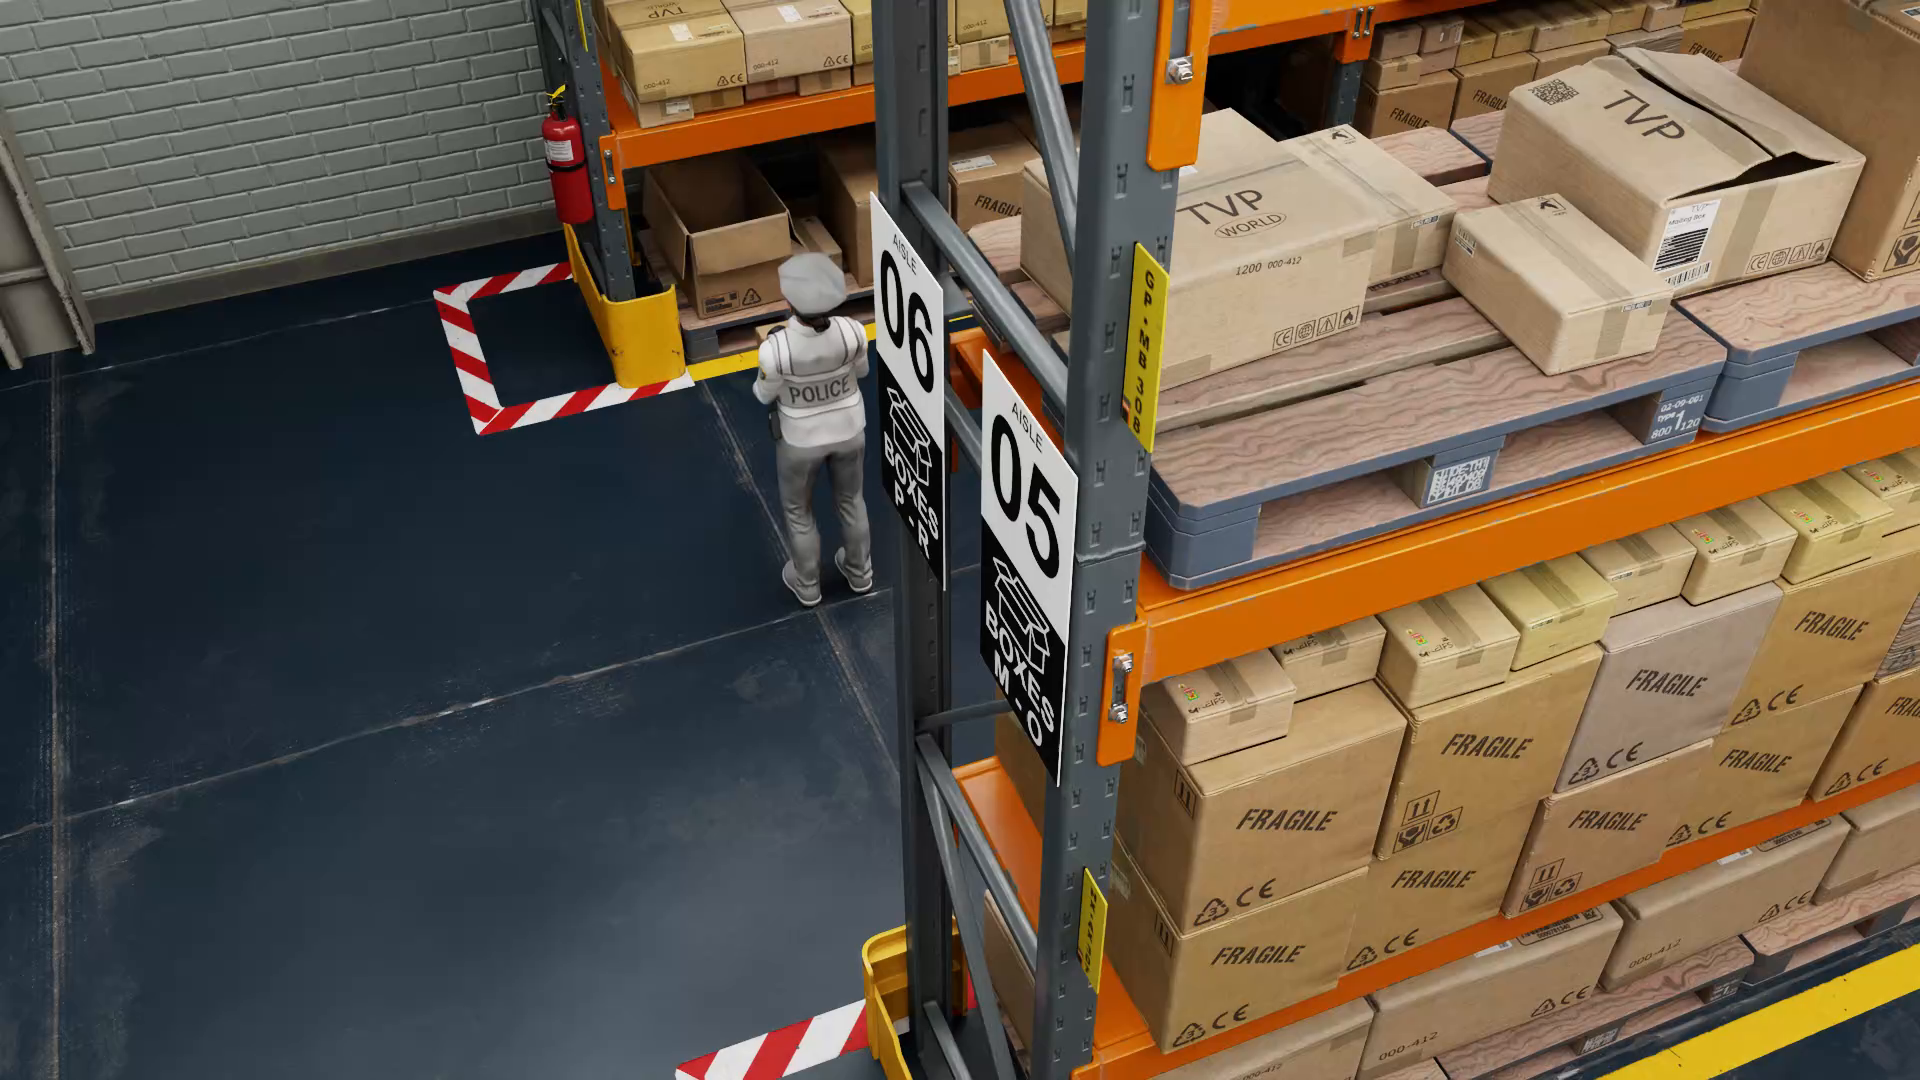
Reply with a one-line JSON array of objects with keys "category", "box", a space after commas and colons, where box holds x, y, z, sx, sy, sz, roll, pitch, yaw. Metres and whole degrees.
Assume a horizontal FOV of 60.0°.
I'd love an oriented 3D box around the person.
[{"category": "person", "box": [-0.587, -0.469, 6.661, 0.460, 1.686, 0.564, -15, 44, -16]}]
